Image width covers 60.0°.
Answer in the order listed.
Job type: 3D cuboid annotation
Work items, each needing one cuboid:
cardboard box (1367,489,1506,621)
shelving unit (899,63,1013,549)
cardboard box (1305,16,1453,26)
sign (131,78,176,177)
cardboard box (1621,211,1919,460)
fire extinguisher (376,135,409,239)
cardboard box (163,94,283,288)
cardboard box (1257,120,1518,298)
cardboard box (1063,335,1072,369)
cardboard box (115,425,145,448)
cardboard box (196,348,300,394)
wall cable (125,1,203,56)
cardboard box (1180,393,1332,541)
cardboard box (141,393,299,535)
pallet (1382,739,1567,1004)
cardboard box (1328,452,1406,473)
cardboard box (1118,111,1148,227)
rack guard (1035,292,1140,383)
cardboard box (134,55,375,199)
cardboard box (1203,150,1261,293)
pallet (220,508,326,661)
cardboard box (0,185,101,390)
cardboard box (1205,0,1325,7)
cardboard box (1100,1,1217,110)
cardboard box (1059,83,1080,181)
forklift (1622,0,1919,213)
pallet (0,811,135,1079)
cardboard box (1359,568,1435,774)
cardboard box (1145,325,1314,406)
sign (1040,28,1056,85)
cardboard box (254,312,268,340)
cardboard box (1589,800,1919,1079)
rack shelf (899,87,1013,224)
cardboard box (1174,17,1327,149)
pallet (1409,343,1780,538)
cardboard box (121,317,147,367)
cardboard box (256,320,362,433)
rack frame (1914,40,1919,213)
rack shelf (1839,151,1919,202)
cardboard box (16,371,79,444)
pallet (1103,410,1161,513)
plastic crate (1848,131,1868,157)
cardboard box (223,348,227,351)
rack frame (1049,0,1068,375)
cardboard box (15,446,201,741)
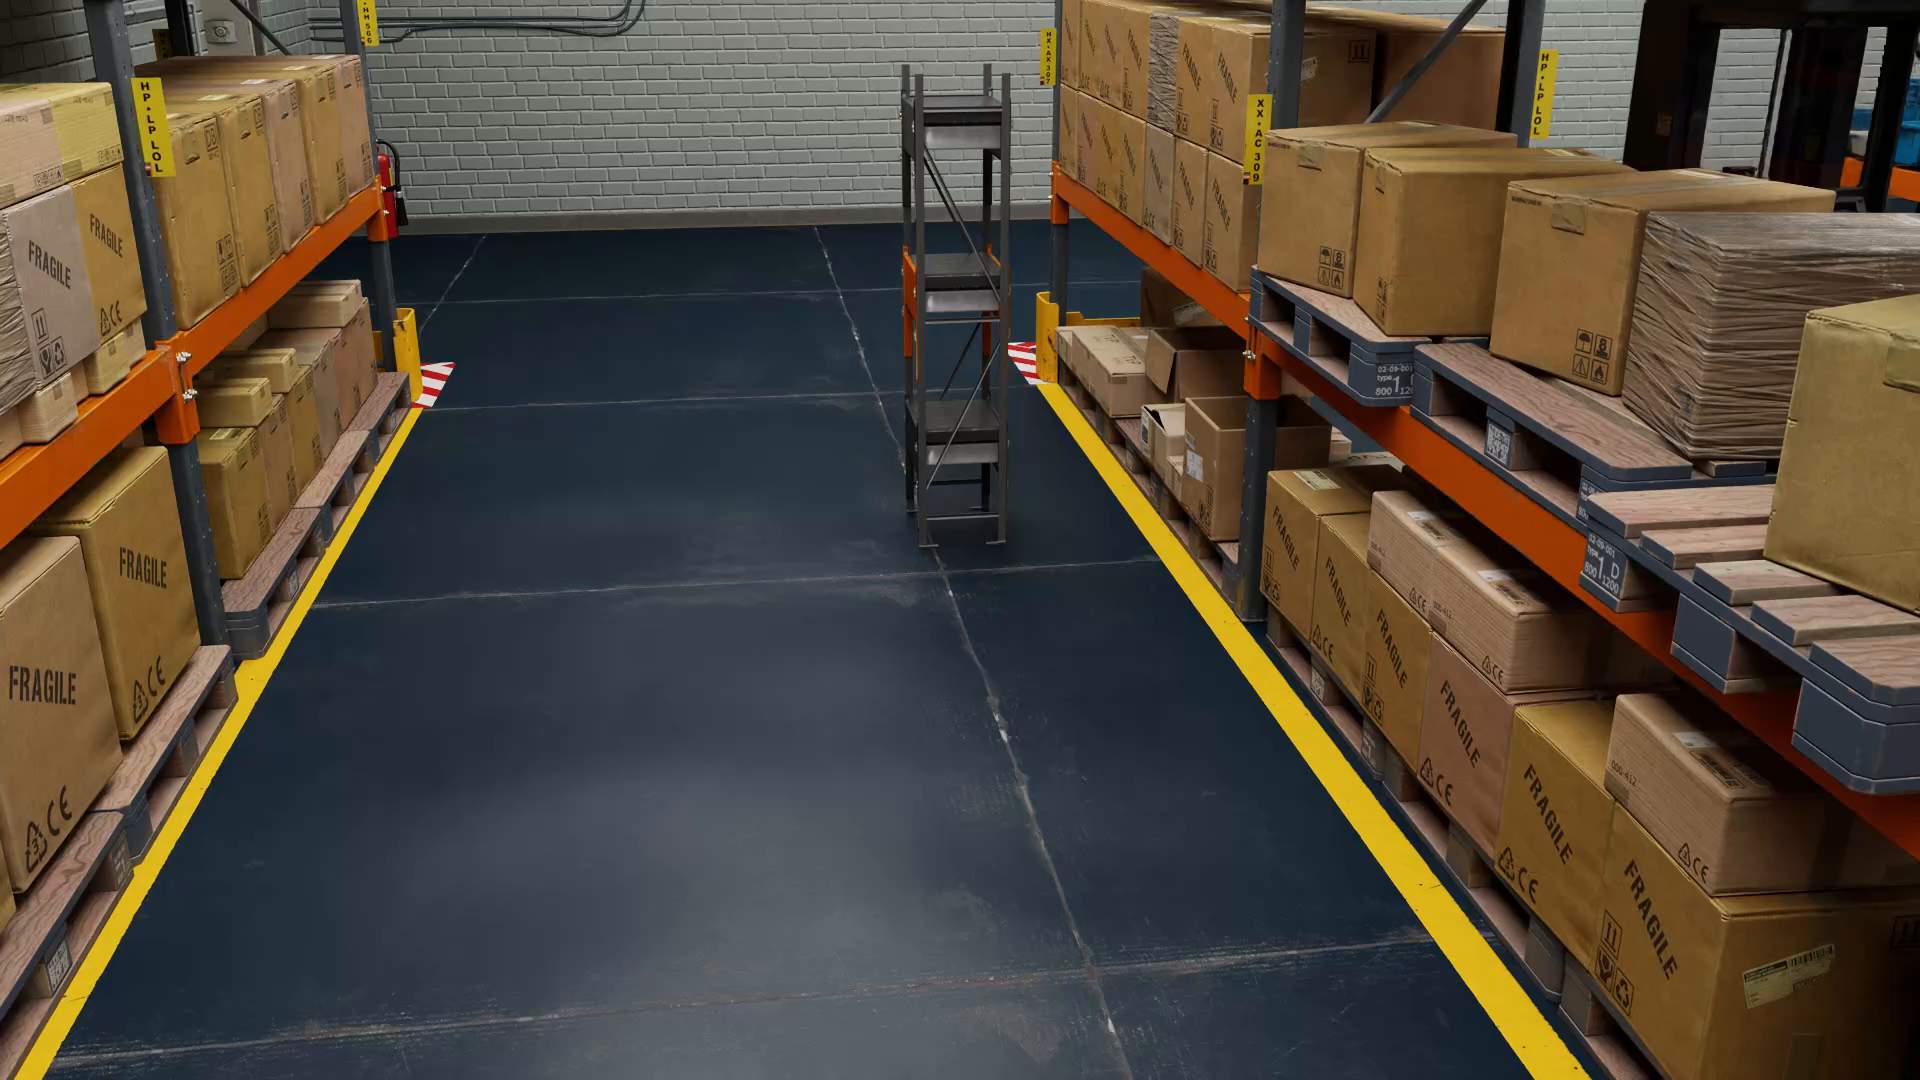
[{"bbox_3d":[1.613,0.033,5.212,0.500,0.250,0.500,-3,21,-8],"label":"cardboard box"},{"bbox_3d":[-0.024,-1.041,7.502,0.431,2.100,0.503,-3,21,-8],"label":"shelving unit"},{"bbox_3d":[1.776,-1.978,7.152,0.500,0.500,0.500,-4,21,-9],"label":"cardboard box"},{"bbox_3d":[-2.725,-1.391,5.613,0.100,0.325,0.005,-3,21,-8],"label":"sign"},{"bbox_3d":[2.072,-0.504,4.035,0.700,0.500,0.500,1,20,2],"label":"cardboard box"},{"bbox_3d":[-3.402,-2.105,9.708,0.296,0.674,0.183,-3,21,-8],"label":"fire extinguisher"},{"bbox_3d":[-3.423,-1.438,6.849,0.980,0.700,0.700,-3,21,-9],"label":"cardboard box"},{"bbox_3d":[1.488,-1.175,5.831,0.700,0.500,0.500,-10,23,-26],"label":"cardboard box"},{"bbox_3d":[0.820,-1.121,9.852,0.380,0.166,0.250,-3,21,-8],"label":"cardboard box"},{"bbox_3d":[-3.443,-0.389,6.515,0.380,0.149,0.250,-3,21,-8],"label":"cardboard box"},{"bbox_3d":[-3.211,-0.758,7.503,0.380,0.149,0.250,-4,21,-9],"label":"cardboard box"},{"bbox_3d":[-4.958,-3.112,10.309,0.084,1.984,1.851,-3,21,-8],"label":"wall cable"},{"bbox_3d":[1.278,-0.325,7.242,0.500,0.500,0.500,-3,21,-8],"label":"cardboard box"},{"bbox_3d":[-3.336,-0.319,7.256,0.700,0.500,0.500,-3,21,-8],"label":"cardboard box"},{"bbox_3d":[1.974,0.903,4.997,1.003,0.211,1.213,-3,21,-8],"label":"pallet"},{"bbox_3d":[1.794,-0.209,7.203,0.500,0.311,0.500,-3,21,-8],"label":"cardboard box"},{"bbox_3d":[1.087,-1.846,8.228,0.500,0.500,0.500,-3,21,-7],"label":"cardboard box"},{"bbox_3d":[1.075,-1.294,10.466,1.175,0.500,0.348,-3,21,-8],"label":"rack guard"},{"bbox_3d":[-3.754,-2.205,8.903,0.980,0.700,0.700,-2,21,-5],"label":"cardboard box"},{"bbox_3d":[1.315,-1.313,6.803,0.500,0.500,0.500,-3,21,-7],"label":"cardboard box"},{"bbox_3d":[-3.293,0.184,6.923,1.003,0.211,1.213,-3,21,-8],"label":"pallet"},{"bbox_3d":[-2.861,-0.728,4.781,0.500,0.500,0.500,-3,21,-7],"label":"cardboard box"},{"bbox_3d":[1.553,-2.512,8.583,0.500,0.500,0.500,-2,21,-6],"label":"cardboard box"},{"bbox_3d":[1.017,-2.486,8.512,0.500,0.500,0.500,-3,21,-7],"label":"cardboard box"},{"bbox_3d":[0.867,-2.371,9.635,0.500,0.500,0.500,-2,21,-7],"label":"cardboard box"},{"bbox_3d":[3.465,-1.235,6.834,1.130,2.935,3.031,-4,21,-11],"label":"forklift"},{"bbox_3d":[-2.896,1.138,4.369,1.003,0.211,1.213,-3,21,-8],"label":"pallet"},{"bbox_3d":[1.622,0.396,5.313,0.500,0.500,0.500,-3,21,-7],"label":"cardboard box"},{"bbox_3d":[1.365,-0.793,8.492,0.797,0.503,0.637,-3,21,-8],"label":"cardboard box"},{"bbox_3d":[0.527,-2.870,9.875,0.100,0.325,0.005,-3,21,-8],"label":"sign"},{"bbox_3d":[-3.744,-1.104,8.429,0.380,0.149,0.250,-3,21,-7],"label":"cardboard box"},{"bbox_3d":[1.850,0.931,3.879,0.500,0.500,0.500,-2,21,-6],"label":"cardboard box"},{"bbox_3d":[-0.024,-1.684,7.262,0.431,0.518,0.480,-3,21,-8],"label":"rack shelf"},{"bbox_3d":[1.235,-1.961,7.107,0.500,0.500,0.500,-3,21,-9],"label":"cardboard box"},{"bbox_3d":[1.932,-0.305,4.519,1.003,0.211,1.213,-3,21,-8],"label":"pallet"},{"bbox_3d":[-2.932,-0.644,5.484,0.380,0.149,0.250,-3,21,-7],"label":"cardboard box"},{"bbox_3d":[-3.565,-0.855,8.692,0.700,0.500,0.500,-3,21,-8],"label":"cardboard box"},{"bbox_3d":[5.966,-2.740,10.765,1.000,3.000,0.127,-3,21,-8],"label":"rack frame"},{"bbox_3d":[6.255,-1.710,9.037,1.077,0.370,4.000,-3,21,-8],"label":"rack shelf"},{"bbox_3d":[-2.783,-0.378,4.770,0.380,0.149,0.250,-3,21,-8],"label":"cardboard box"},{"bbox_3d":[1.363,-0.461,8.650,1.003,0.211,1.213,-3,21,-8],"label":"pallet"},{"bbox_3d":[5.640,-2.427,10.219,0.250,0.136,0.298,-3,21,-8],"label":"plastic crate"},{"bbox_3d":[-3.633,-0.839,7.721,0.380,0.149,0.250,-3,21,-9],"label":"cardboard box"},{"bbox_3d":[1.064,-2.491,10.100,1.000,3.000,0.127,-3,21,-8],"label":"rack frame"},{"bbox_3d":[-3.038,0.173,5.437,0.750,0.750,0.750,-3,21,-7],"label":"cardboard box"}]
